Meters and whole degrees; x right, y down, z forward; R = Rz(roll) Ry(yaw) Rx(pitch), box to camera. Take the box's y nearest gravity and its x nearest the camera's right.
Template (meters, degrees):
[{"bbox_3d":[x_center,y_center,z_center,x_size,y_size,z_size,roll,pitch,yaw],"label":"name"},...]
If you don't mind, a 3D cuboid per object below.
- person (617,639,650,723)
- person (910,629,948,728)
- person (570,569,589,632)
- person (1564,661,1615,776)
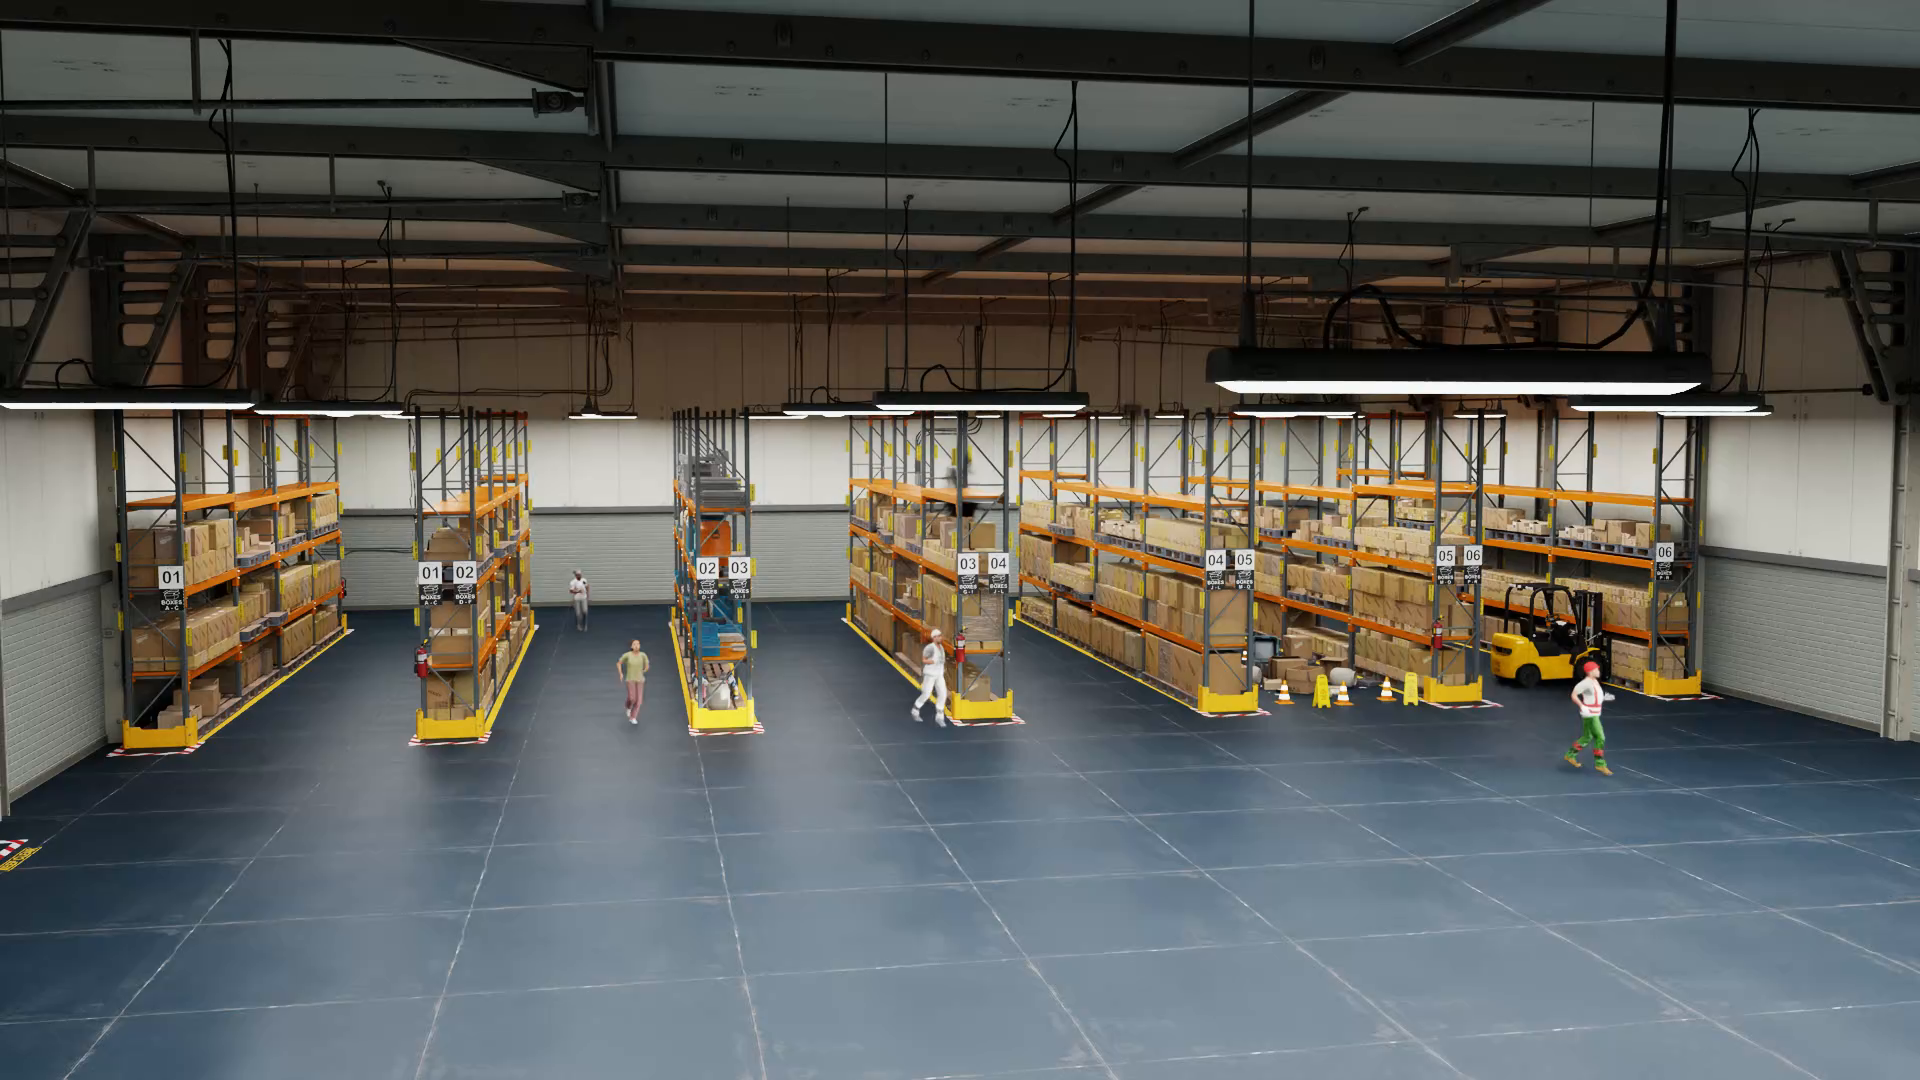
[{"bbox_3d":[-6.152,2.675,31.506,0.579,1.606,0.540,-2,4,-25],"label":"person"},{"bbox_3d":[-0.513,2.597,31.415,0.819,1.832,0.656,4,5,41],"label":"person"},{"bbox_3d":[-10.392,1.657,45.467,0.547,1.737,0.692,-2,4,-21],"label":"person"},{"bbox_3d":[10.286,2.889,27.150,0.814,1.824,0.640,2,5,31],"label":"person"}]
